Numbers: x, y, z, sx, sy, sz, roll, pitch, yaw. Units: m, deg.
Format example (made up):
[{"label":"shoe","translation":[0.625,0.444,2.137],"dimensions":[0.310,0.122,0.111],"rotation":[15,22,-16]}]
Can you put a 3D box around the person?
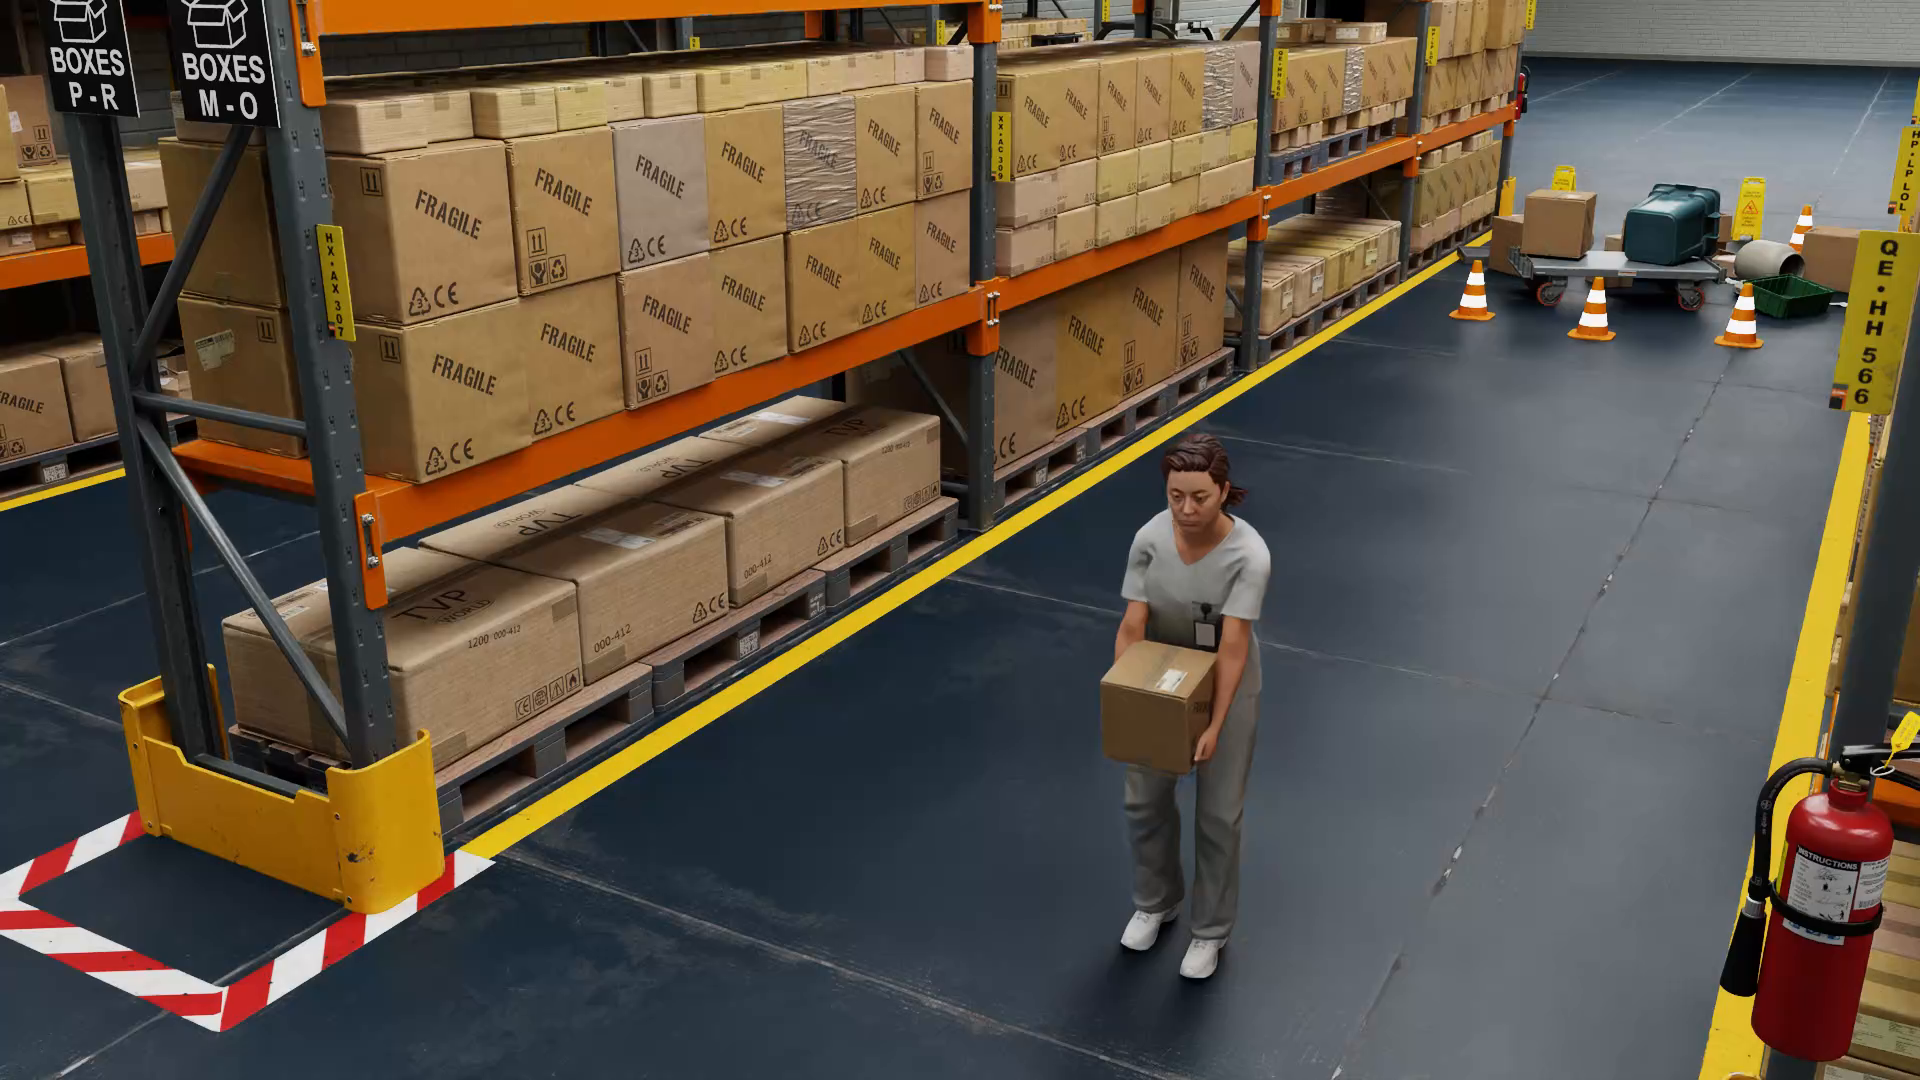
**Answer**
[{"label":"person","translation":[0.658,0.479,4.772],"dimensions":[0.410,1.645,0.529],"rotation":[10,22,26]}]
